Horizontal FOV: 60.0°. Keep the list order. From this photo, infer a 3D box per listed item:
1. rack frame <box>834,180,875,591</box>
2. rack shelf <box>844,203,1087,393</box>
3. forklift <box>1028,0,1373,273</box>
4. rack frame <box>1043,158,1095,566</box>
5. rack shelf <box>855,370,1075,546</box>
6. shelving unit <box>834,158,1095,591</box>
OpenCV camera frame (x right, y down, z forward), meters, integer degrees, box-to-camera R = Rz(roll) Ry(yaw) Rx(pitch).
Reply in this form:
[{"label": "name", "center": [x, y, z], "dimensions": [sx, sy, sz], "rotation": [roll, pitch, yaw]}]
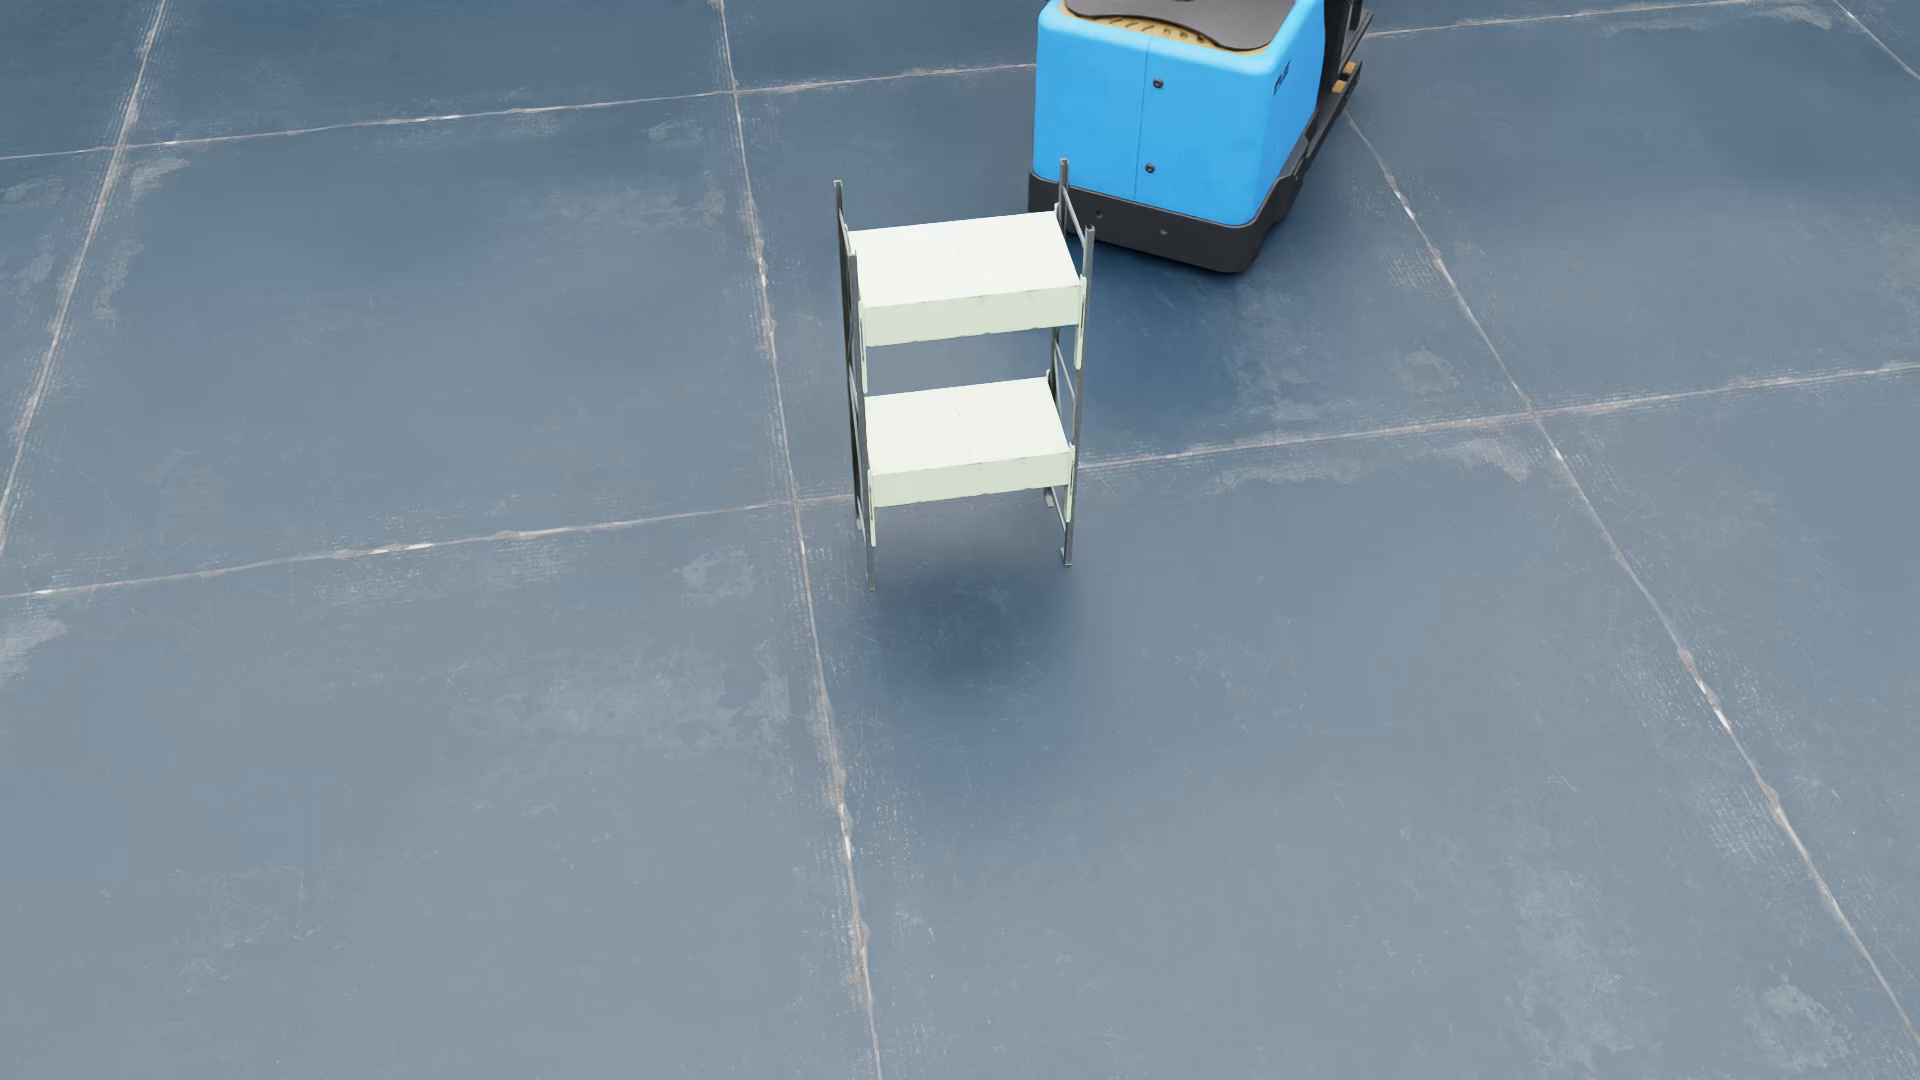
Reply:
[{"label": "rack frame", "center": [-0.354, -0.476, 5.667], "dimensions": [0.023, 1.500, 0.400], "rotation": [-7, 46, -7]}, {"label": "rack shelf", "center": [0.007, -0.792, 5.430], "dimensions": [0.720, 0.370, 0.431], "rotation": [-7, 46, -7]}, {"label": "forklift", "center": [1.378, -3.260, 7.355], "dimensions": [1.130, 2.935, 3.031], "rotation": [18, 49, 17]}, {"label": "rack frame", "center": [0.367, -0.566, 5.754], "dimensions": [0.023, 1.500, 0.400], "rotation": [-7, 46, -7]}, {"label": "rack shelf", "center": [0.007, -0.295, 5.945], "dimensions": [0.720, 0.370, 0.431], "rotation": [-7, 46, -7]}, {"label": "shelving unit", "center": [0.007, -0.521, 5.711], "dimensions": [0.755, 1.500, 0.431], "rotation": [-7, 46, -7]}]
